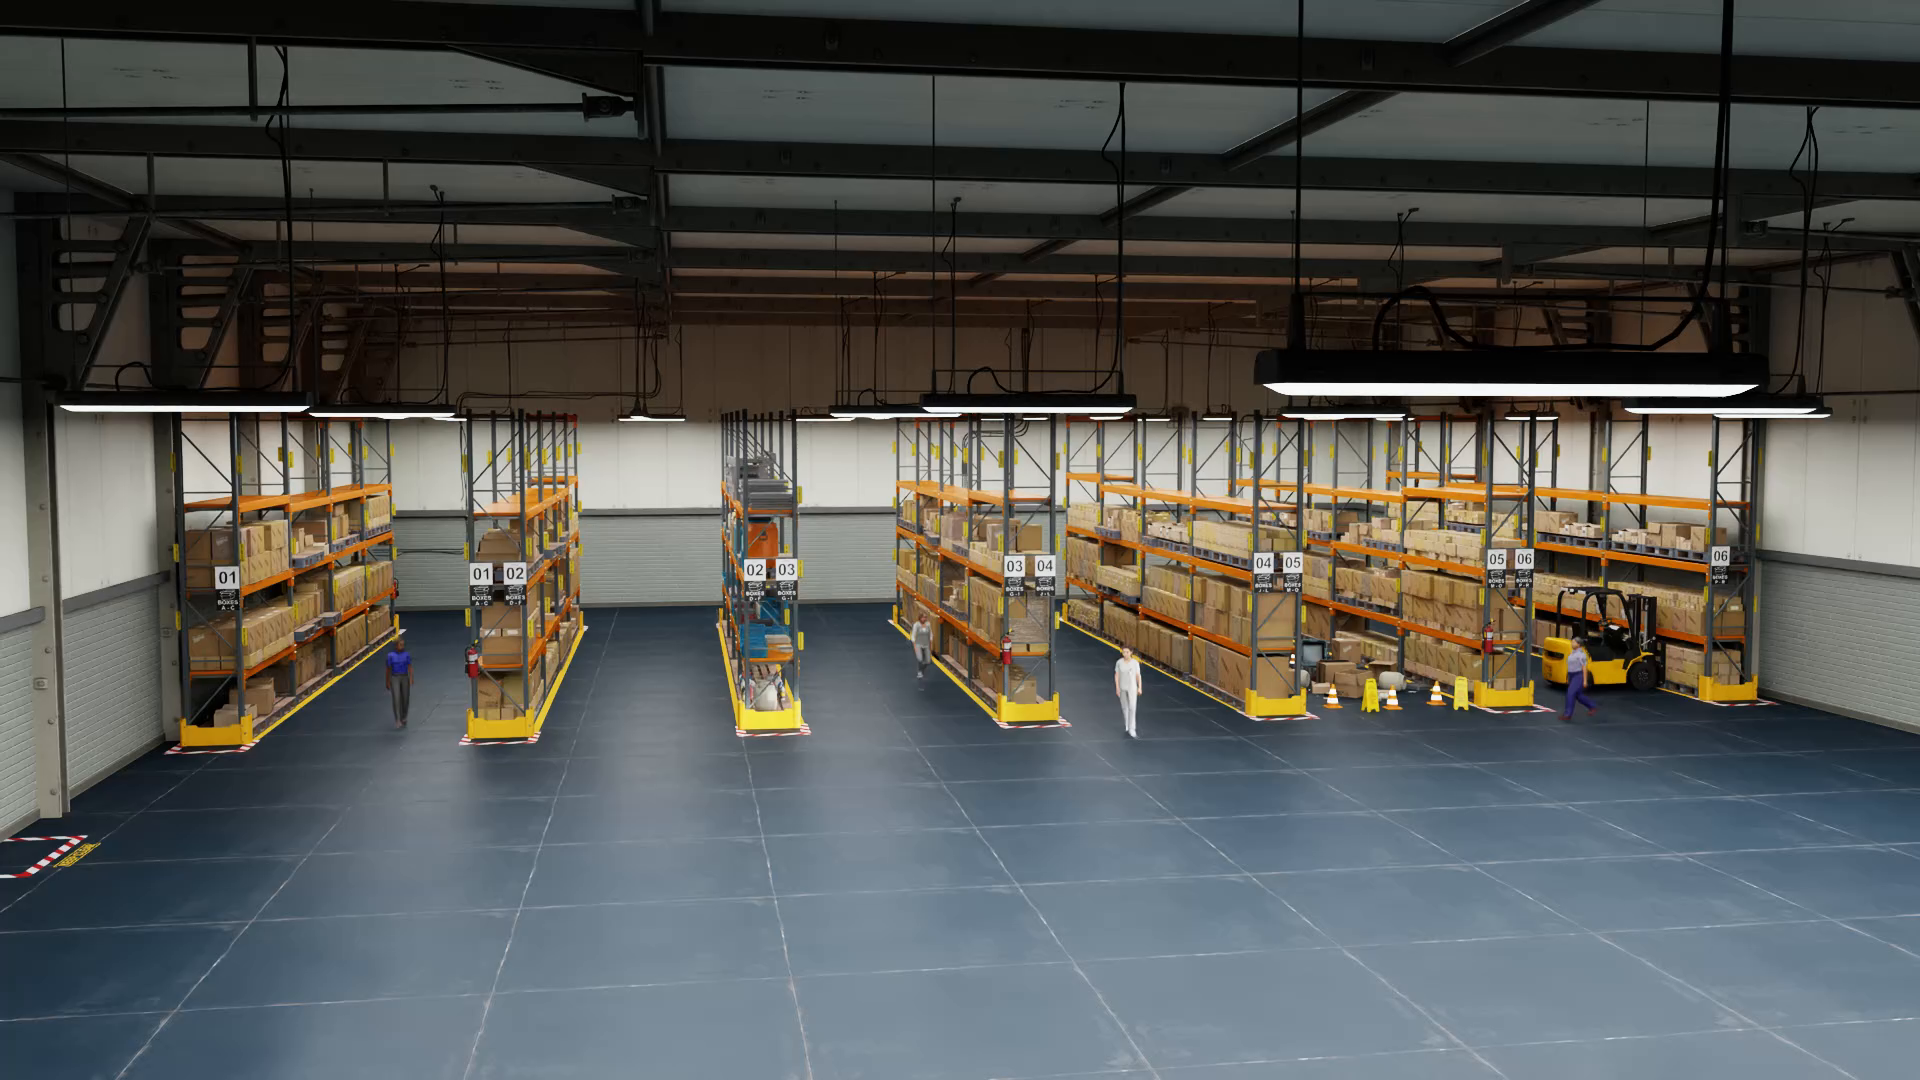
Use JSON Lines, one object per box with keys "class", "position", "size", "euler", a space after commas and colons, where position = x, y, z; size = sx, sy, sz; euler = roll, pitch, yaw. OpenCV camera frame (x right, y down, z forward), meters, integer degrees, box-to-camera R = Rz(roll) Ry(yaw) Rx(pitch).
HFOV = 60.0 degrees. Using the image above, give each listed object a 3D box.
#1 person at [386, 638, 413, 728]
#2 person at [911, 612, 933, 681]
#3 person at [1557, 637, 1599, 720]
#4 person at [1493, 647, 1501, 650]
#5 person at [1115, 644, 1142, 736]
{"class": "person", "position": [-10.627, 2.712, 31.671], "size": [0.473, 1.648, 0.719], "euler": [-3, 5, -36]}
{"class": "person", "position": [-0.817, 2.298, 35.807], "size": [0.492, 1.543, 0.601], "euler": [-1, 4, -17]}
{"class": "person", "position": [11.966, 2.670, 32.119], "size": [0.962, 1.603, 0.481], "euler": [-1, 4, -8]}
{"class": "person", "position": [12.075, 2.261, 37.723], "size": [0.625, 1.678, 0.788], "euler": [-1, 4, -8]}
{"class": "person", "position": [3.085, 2.746, 30.596], "size": [0.511, 1.634, 0.909], "euler": [1, 4, 19]}
